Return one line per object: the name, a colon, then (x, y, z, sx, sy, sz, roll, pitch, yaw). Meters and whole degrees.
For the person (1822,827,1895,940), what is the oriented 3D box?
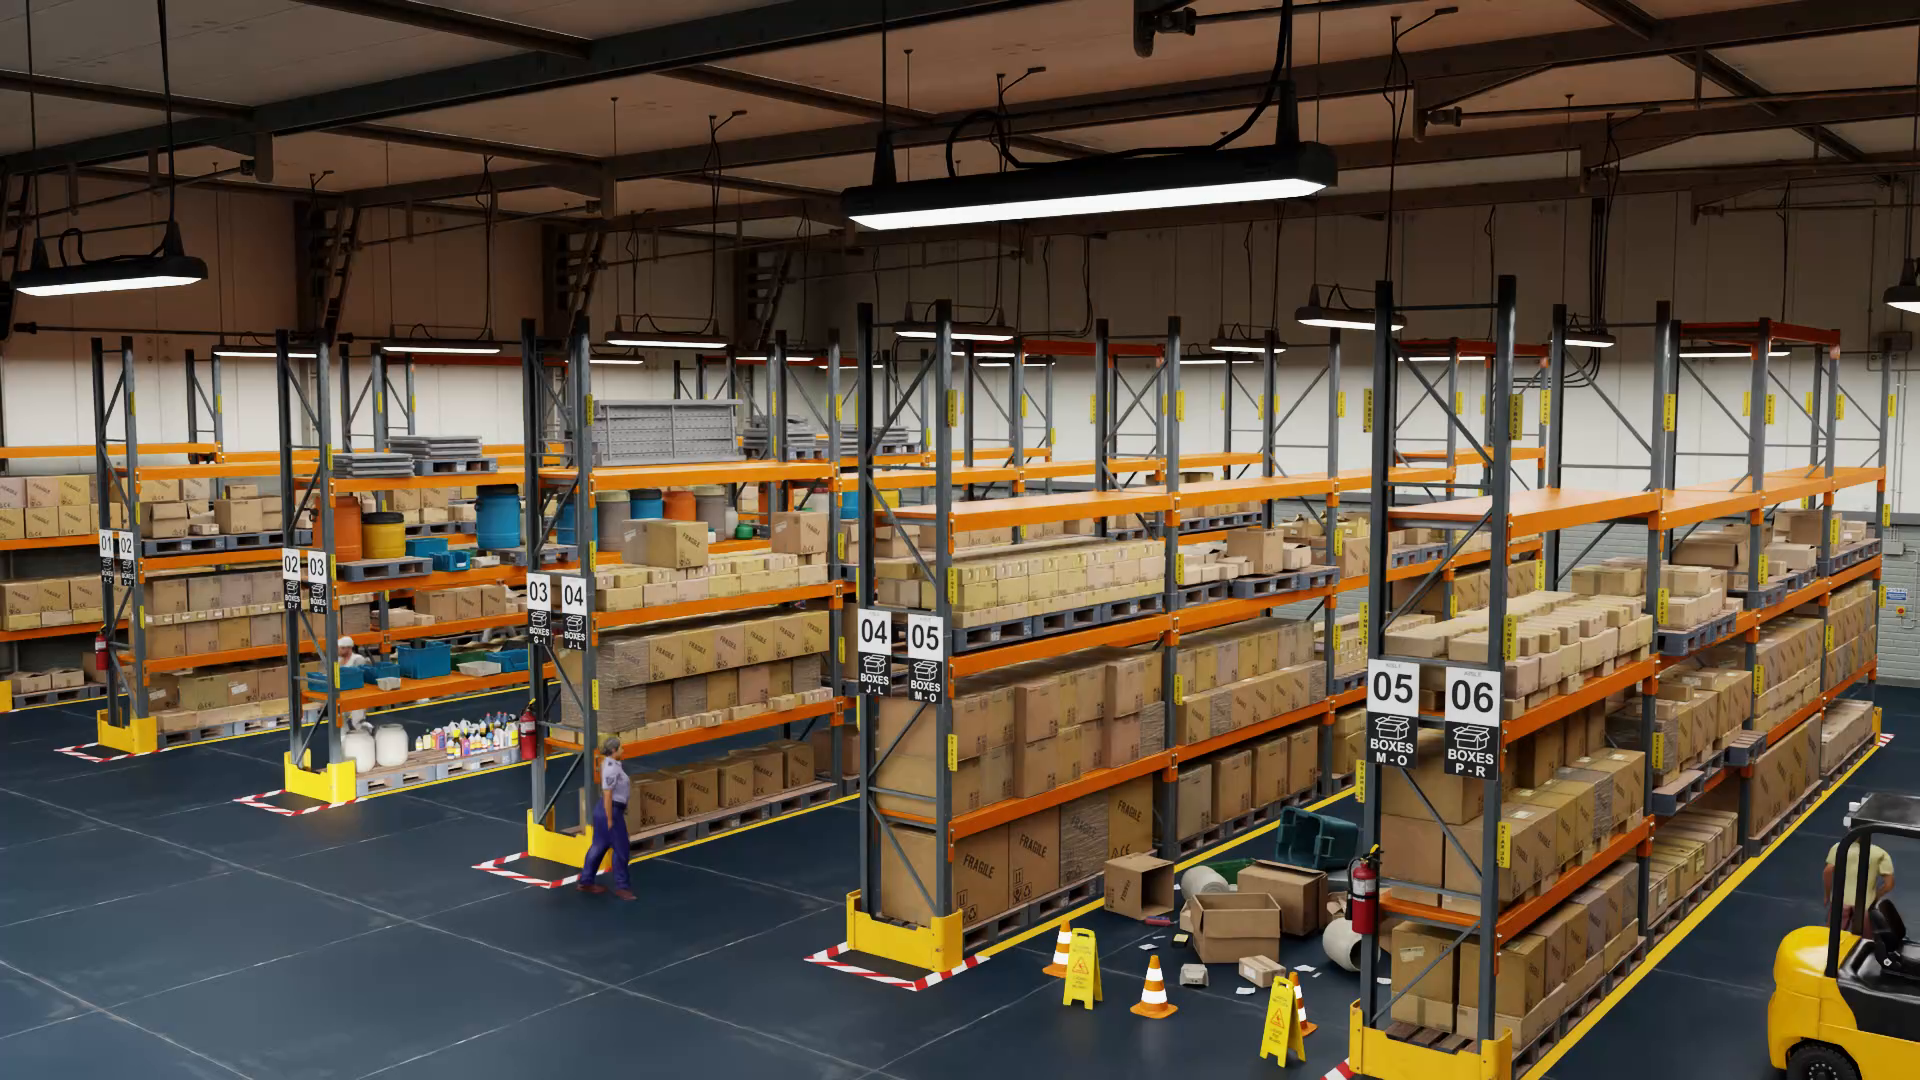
person: (7.608, 3.157, 14.127, 0.531, 1.574, 0.728, 3, 6, 35)

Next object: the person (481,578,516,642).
person: (-9.263, 1.452, 33.208, 0.536, 1.582, 1.044, 3, 6, 28)

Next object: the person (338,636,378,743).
person: (-8.623, 2.229, 23.733, 0.622, 1.764, 0.703, 2, 5, 25)

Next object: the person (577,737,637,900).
person: (-3.648, 2.896, 17.198, 0.635, 1.674, 0.545, -1, 5, -10)
